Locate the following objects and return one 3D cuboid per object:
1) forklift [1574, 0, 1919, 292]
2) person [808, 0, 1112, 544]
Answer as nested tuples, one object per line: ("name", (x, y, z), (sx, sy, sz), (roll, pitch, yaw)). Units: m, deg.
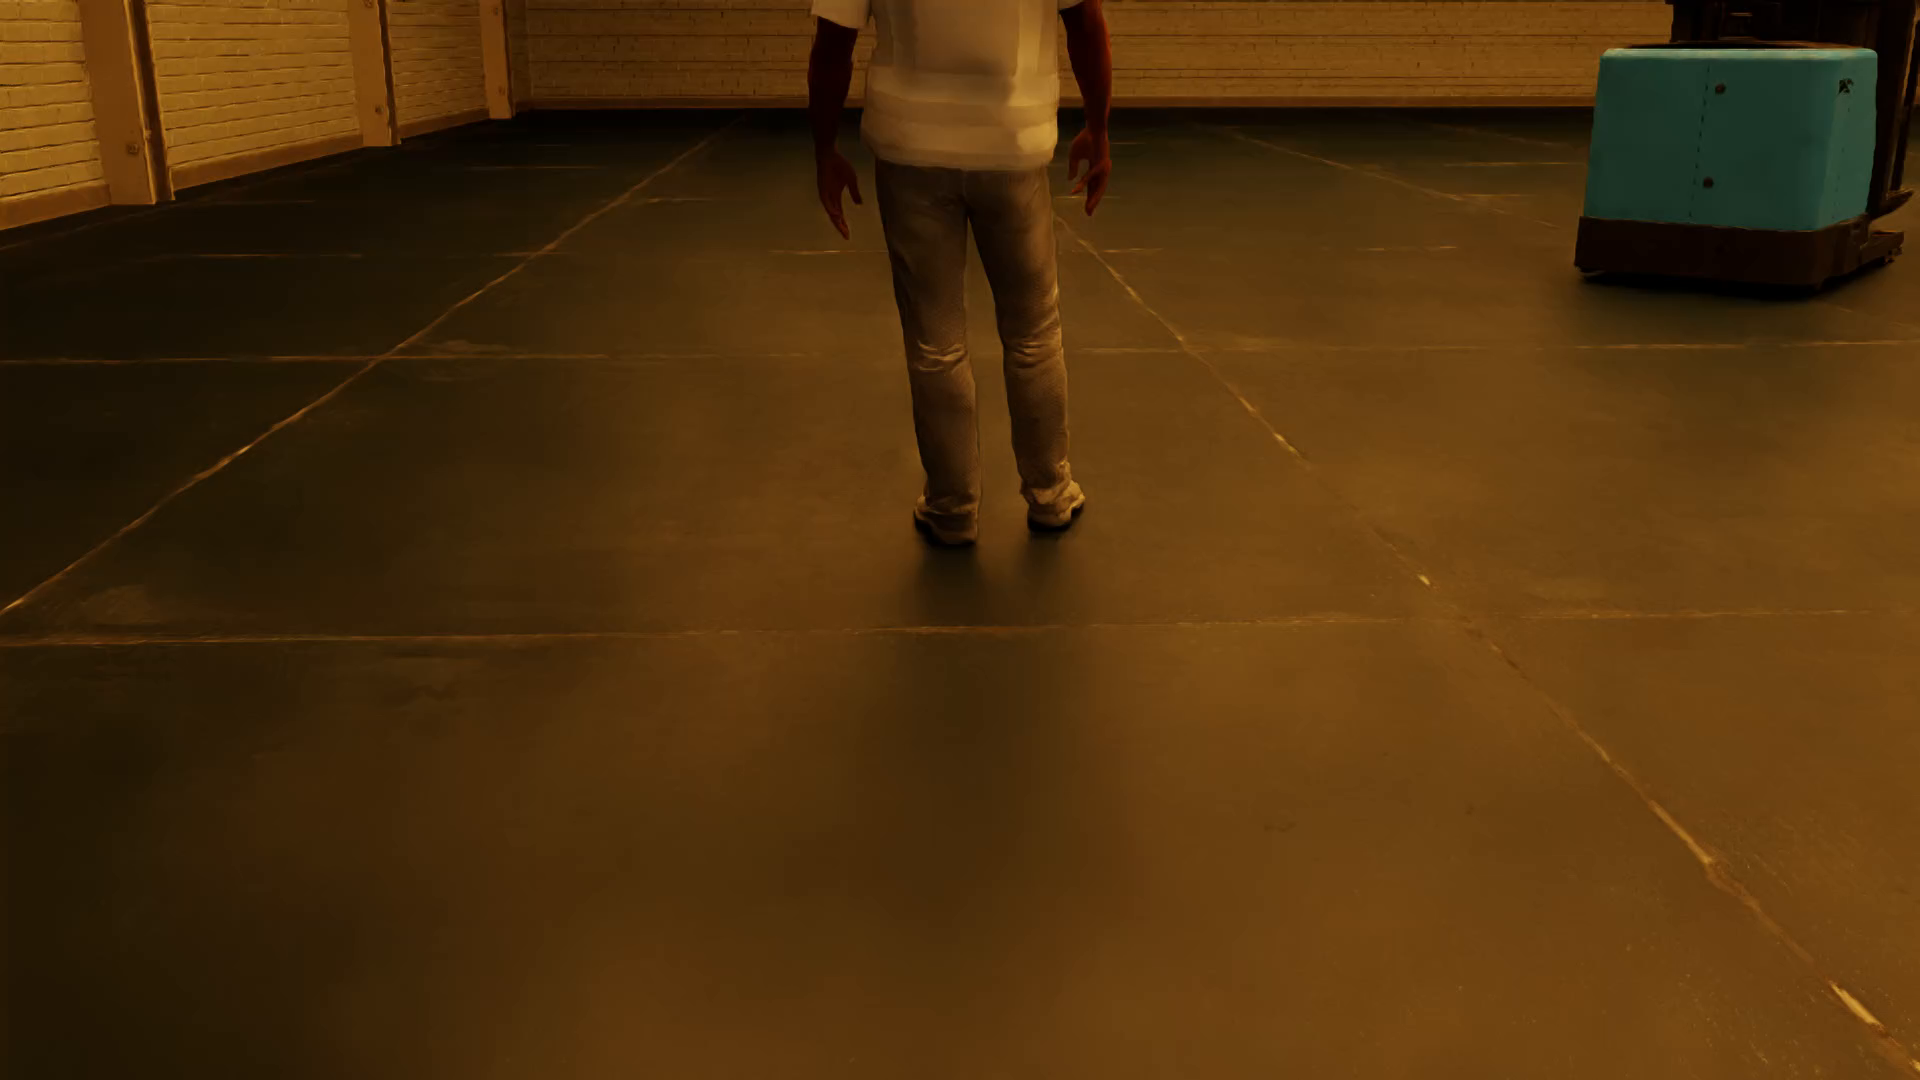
("forklift", (4.257, -2.882, 8.327), (1.130, 2.935, 3.031), (13, 21, 37))
("person", (0.002, -0.872, 3.724), (0.665, 1.766, 0.576), (-1, 17, -3))
